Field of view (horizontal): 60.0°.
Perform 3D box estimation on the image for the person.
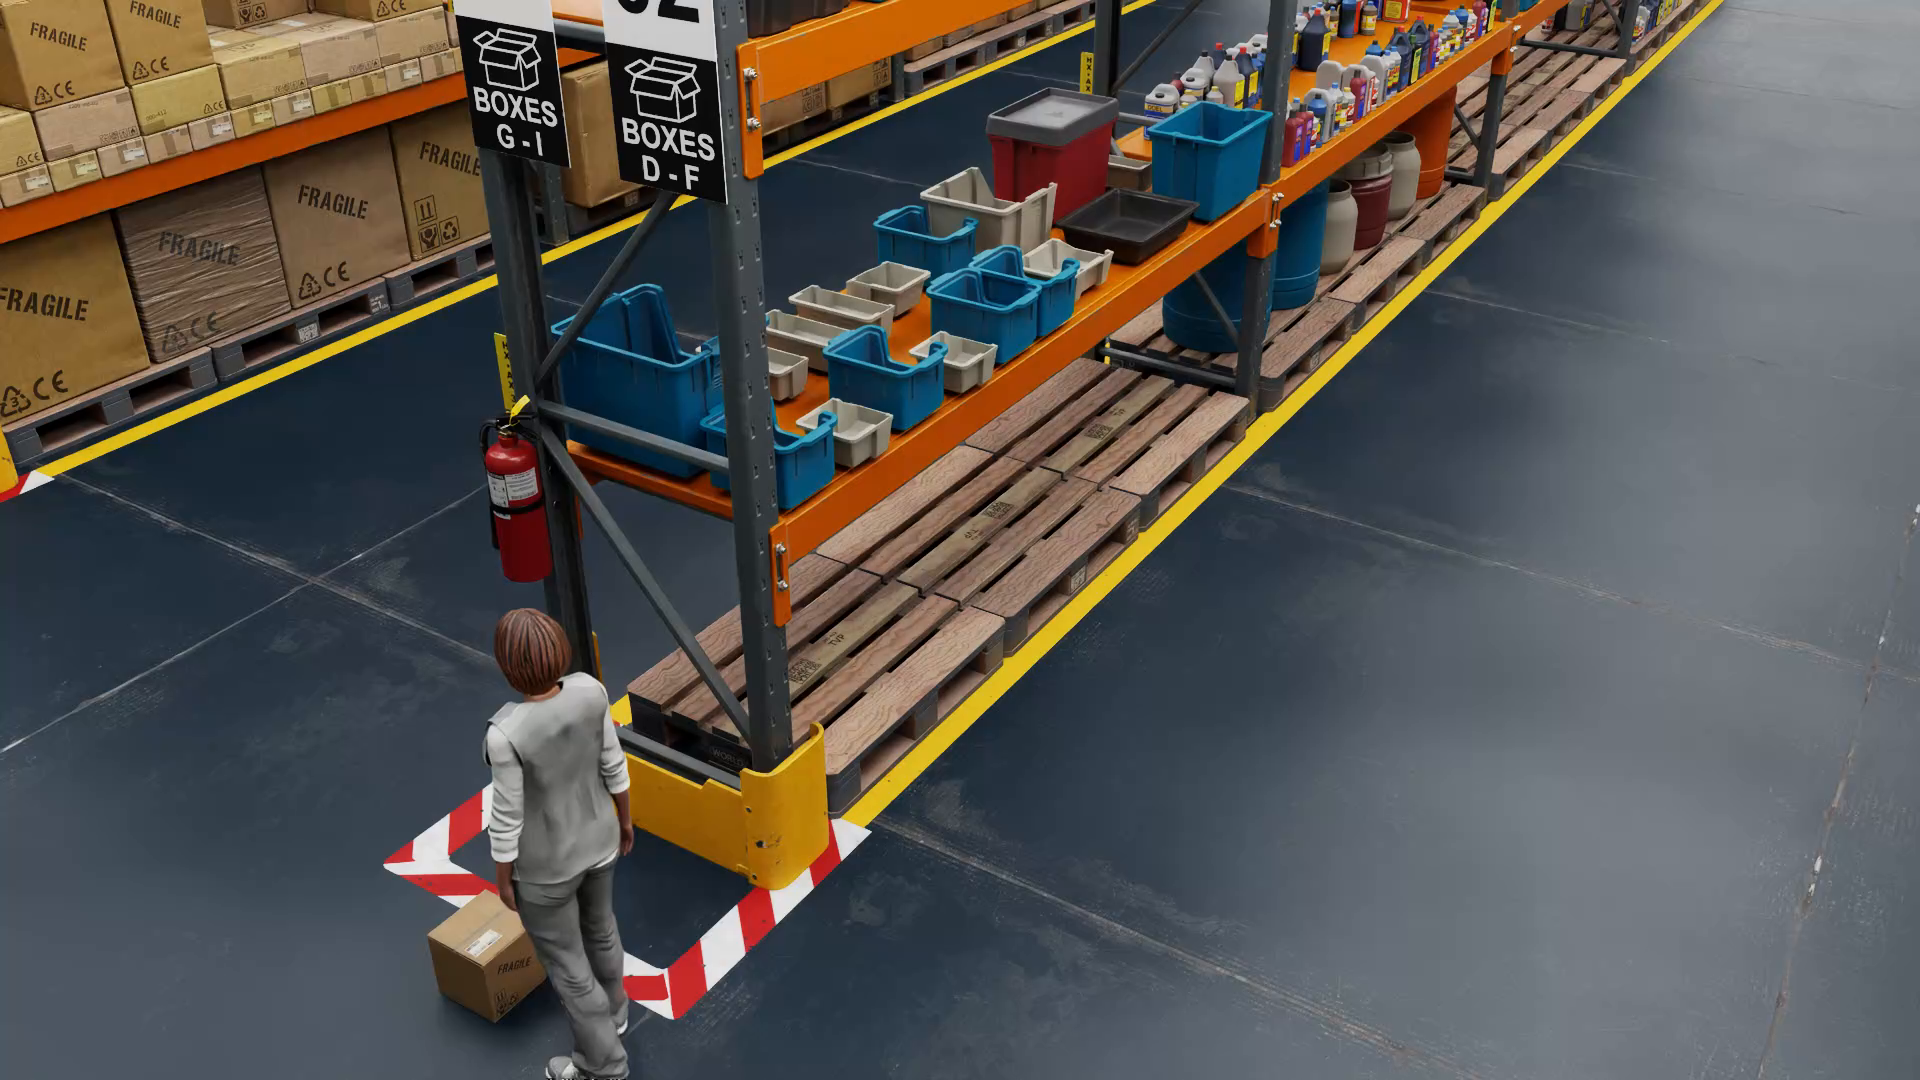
[{"bbox_3d":[-1.130,0.876,4.700,0.475,1.603,0.432,23,38,33],"label":"person"}]
